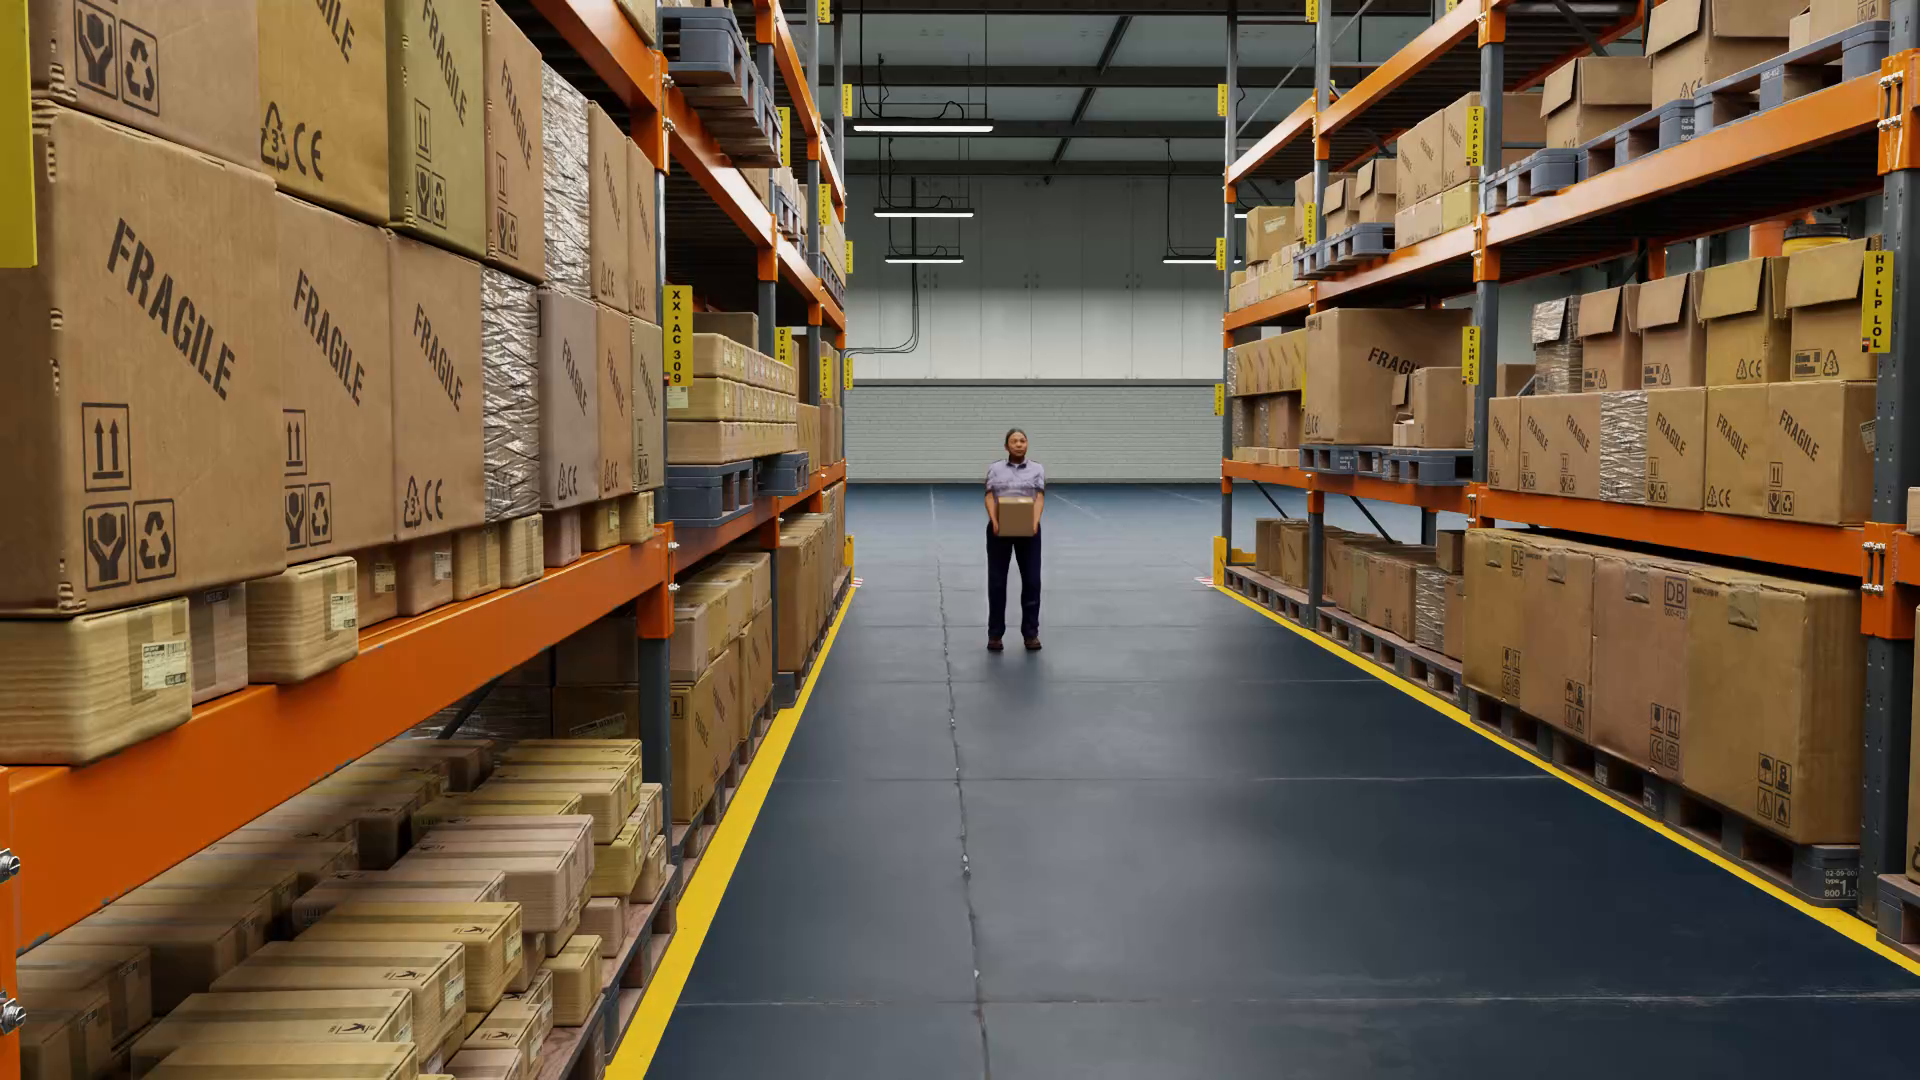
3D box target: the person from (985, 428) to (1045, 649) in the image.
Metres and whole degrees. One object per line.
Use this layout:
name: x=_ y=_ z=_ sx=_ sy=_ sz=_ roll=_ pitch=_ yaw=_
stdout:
person: x=0.410 y=-0.009 z=12.328 sx=0.453 sy=1.637 sz=0.523 roll=0 pitch=4 yaw=0
